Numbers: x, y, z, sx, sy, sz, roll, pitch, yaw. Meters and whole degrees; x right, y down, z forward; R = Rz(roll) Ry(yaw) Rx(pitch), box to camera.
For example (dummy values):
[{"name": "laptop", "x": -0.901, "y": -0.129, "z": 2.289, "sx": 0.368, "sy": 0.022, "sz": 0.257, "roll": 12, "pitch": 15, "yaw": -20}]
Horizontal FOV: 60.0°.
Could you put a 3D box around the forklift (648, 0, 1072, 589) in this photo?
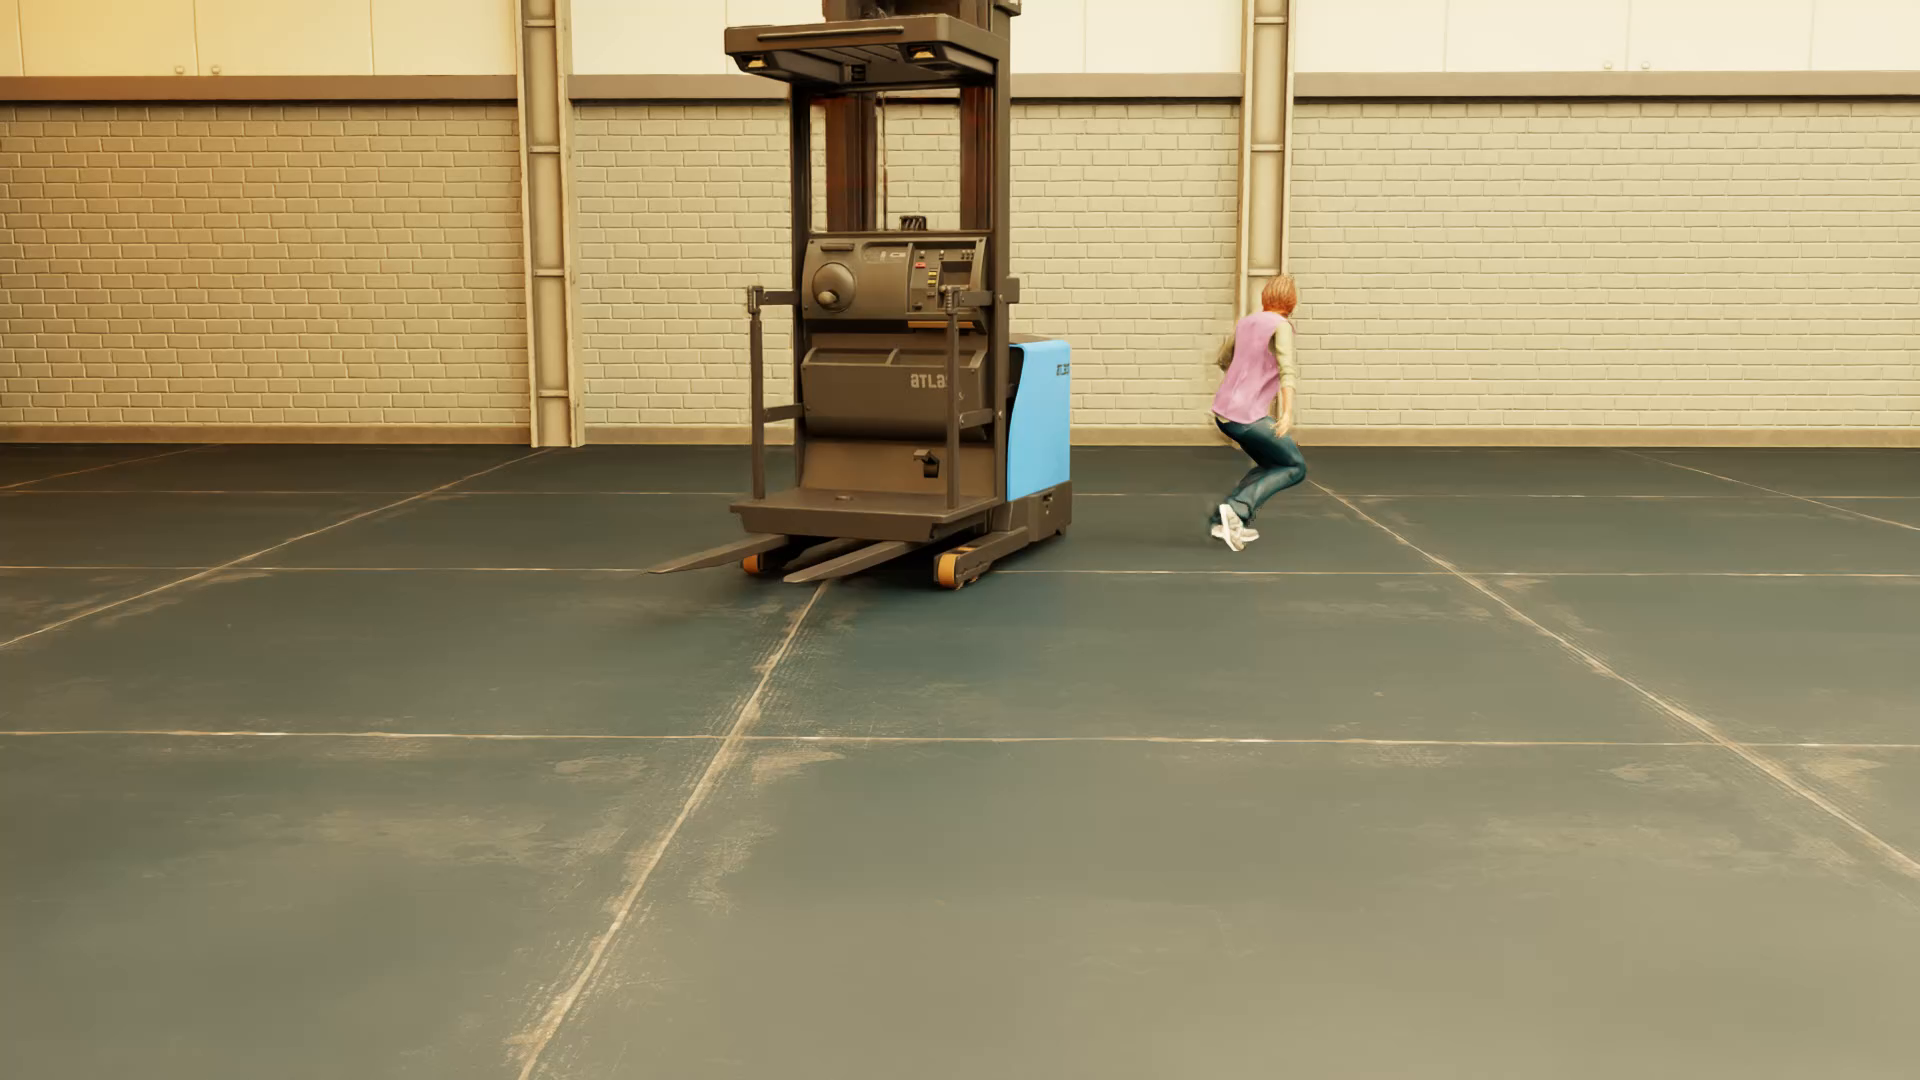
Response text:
[{"name": "forklift", "x": -0.396, "y": -1.296, "z": 7.780, "sx": 1.130, "sy": 2.935, "sz": 3.031, "roll": 3, "pitch": 9, "yaw": 21}]

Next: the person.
[{"name": "person", "x": 1.544, "y": -0.652, "z": 8.673, "sx": 0.477, "sy": 1.422, "sz": 0.822, "roll": -2, "pitch": 9, "yaw": -15}]
